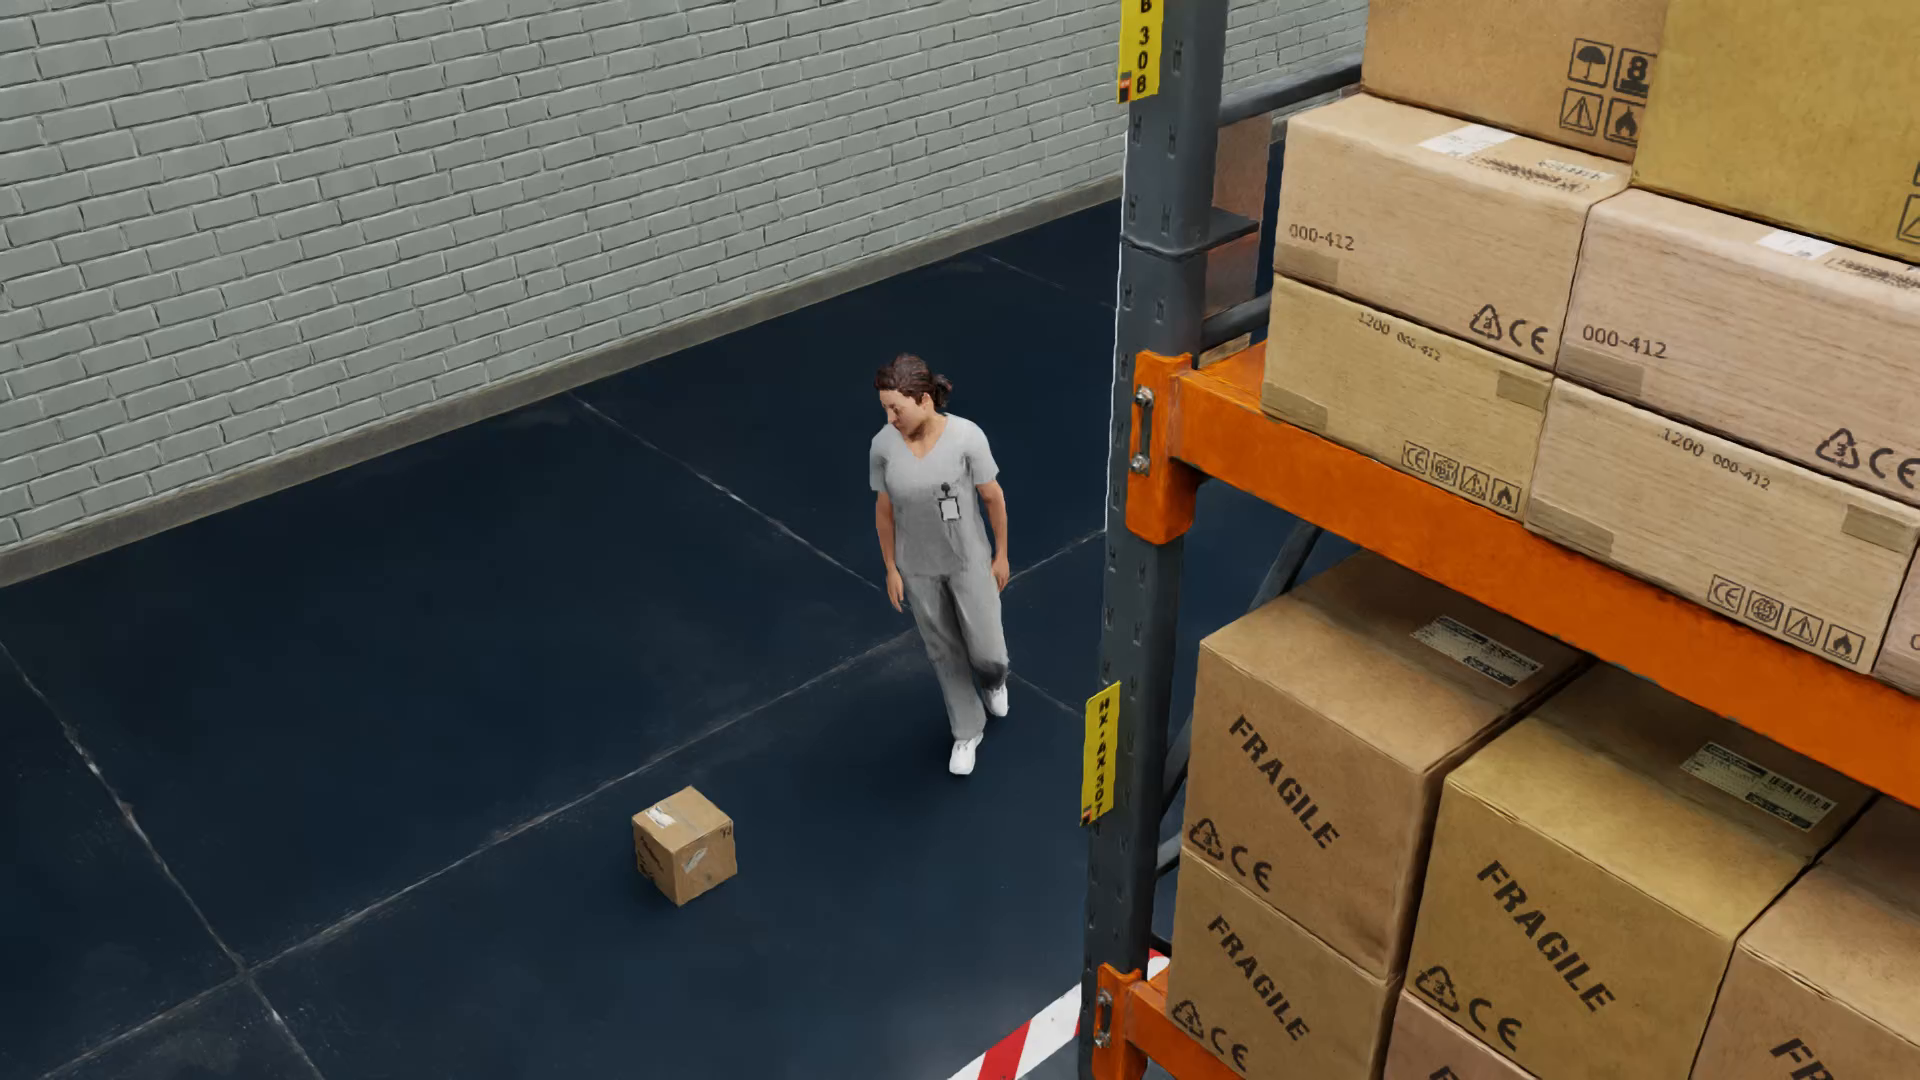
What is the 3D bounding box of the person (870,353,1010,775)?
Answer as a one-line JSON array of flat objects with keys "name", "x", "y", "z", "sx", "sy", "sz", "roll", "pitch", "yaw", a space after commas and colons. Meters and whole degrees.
[{"name": "person", "x": -0.061, "y": 0.059, "z": 6.038, "sx": 0.510, "sy": 1.651, "sz": 0.526, "roll": 3, "pitch": 32, "yaw": 5}]
